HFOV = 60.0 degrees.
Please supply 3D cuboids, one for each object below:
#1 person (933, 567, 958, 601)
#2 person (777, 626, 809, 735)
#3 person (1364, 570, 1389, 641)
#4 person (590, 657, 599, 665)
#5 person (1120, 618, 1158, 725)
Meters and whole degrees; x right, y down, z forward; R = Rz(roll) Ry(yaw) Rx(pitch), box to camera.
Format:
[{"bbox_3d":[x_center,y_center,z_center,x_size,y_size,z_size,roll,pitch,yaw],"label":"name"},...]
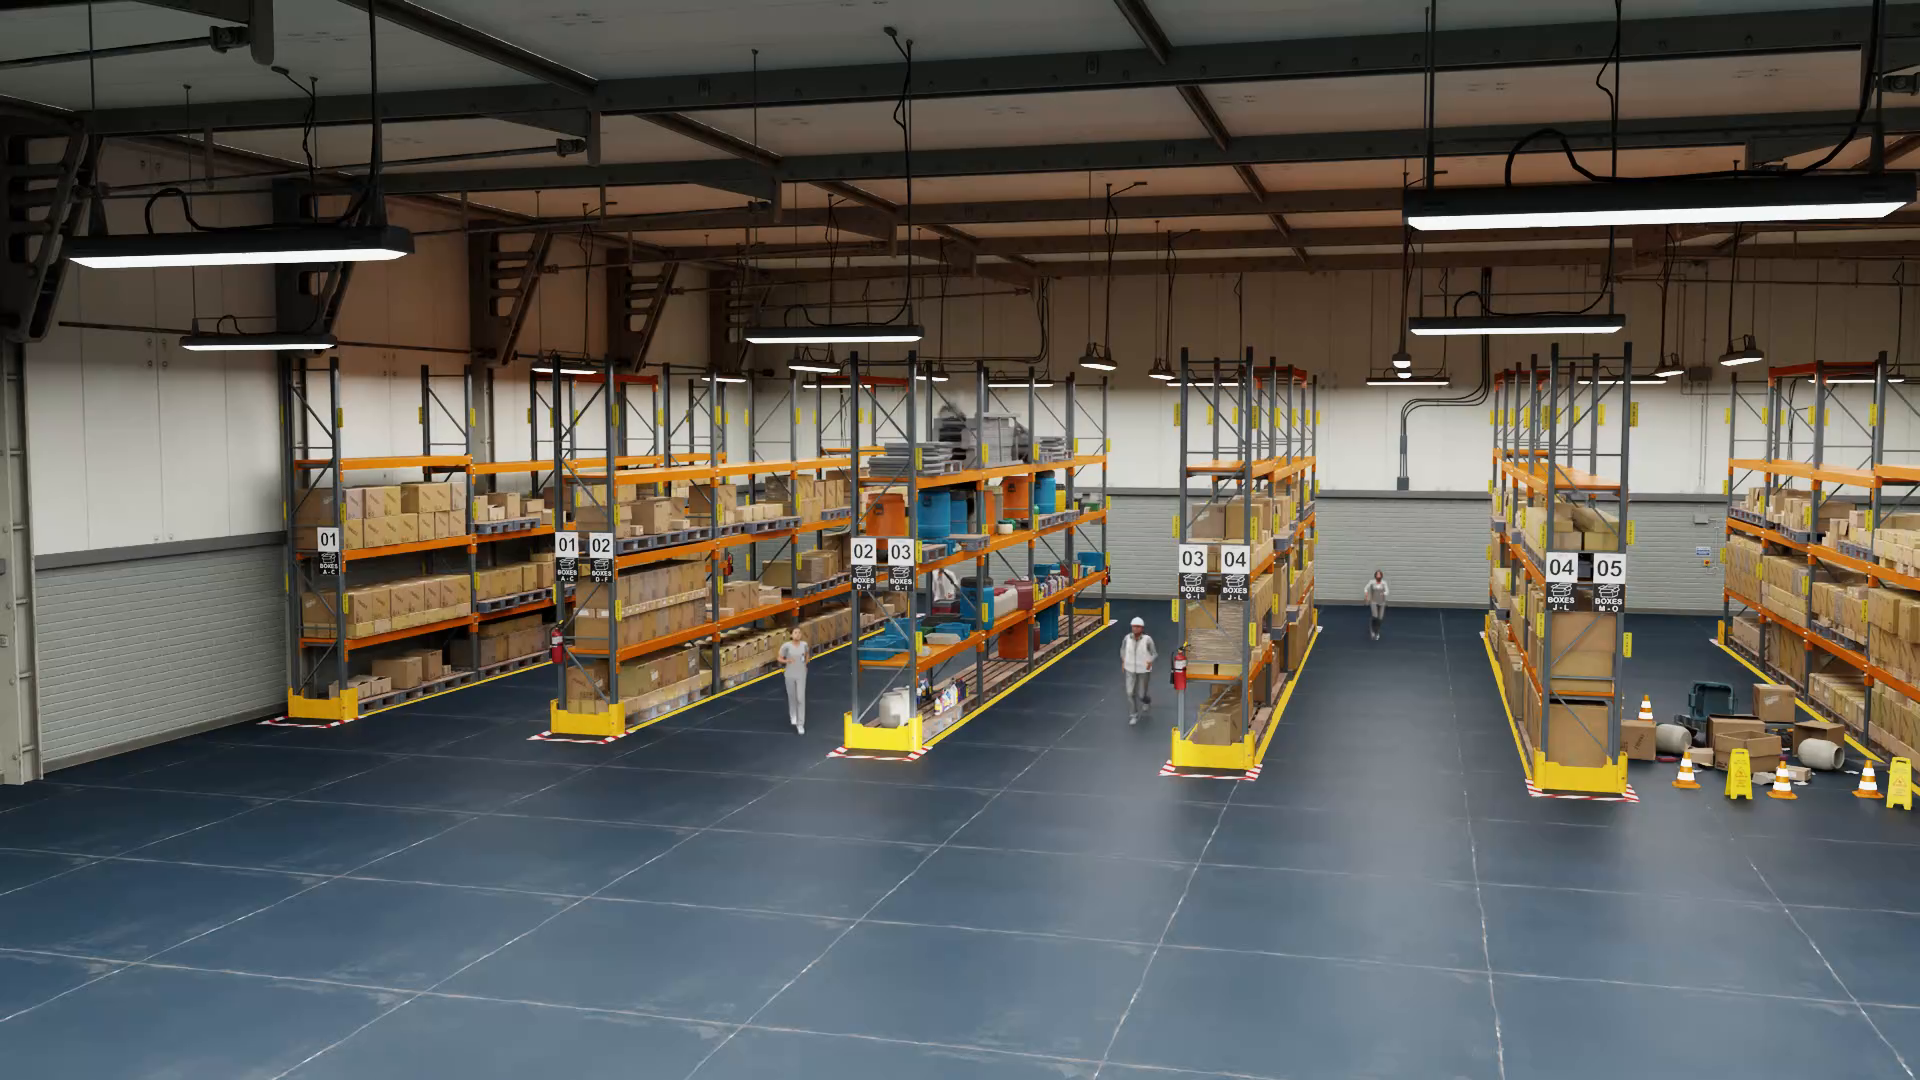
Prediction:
[{"bbox_3d":[-0.381,1.359,38.087,0.712,1.777,1.055,1,4,12],"label":"person"},{"bbox_3d":[-2.660,2.211,26.629,0.548,1.705,0.874,-1,4,-13],"label":"person"},{"bbox_3d":[9.369,1.460,37.340,0.505,1.592,0.662,0,4,1],"label":"person"},{"bbox_3d":[-6.819,1.849,31.545,0.555,1.679,0.632,1,4,14],"label":"person"},{"bbox_3d":[2.941,2.132,27.375,0.646,1.746,0.828,1,4,18],"label":"person"}]
